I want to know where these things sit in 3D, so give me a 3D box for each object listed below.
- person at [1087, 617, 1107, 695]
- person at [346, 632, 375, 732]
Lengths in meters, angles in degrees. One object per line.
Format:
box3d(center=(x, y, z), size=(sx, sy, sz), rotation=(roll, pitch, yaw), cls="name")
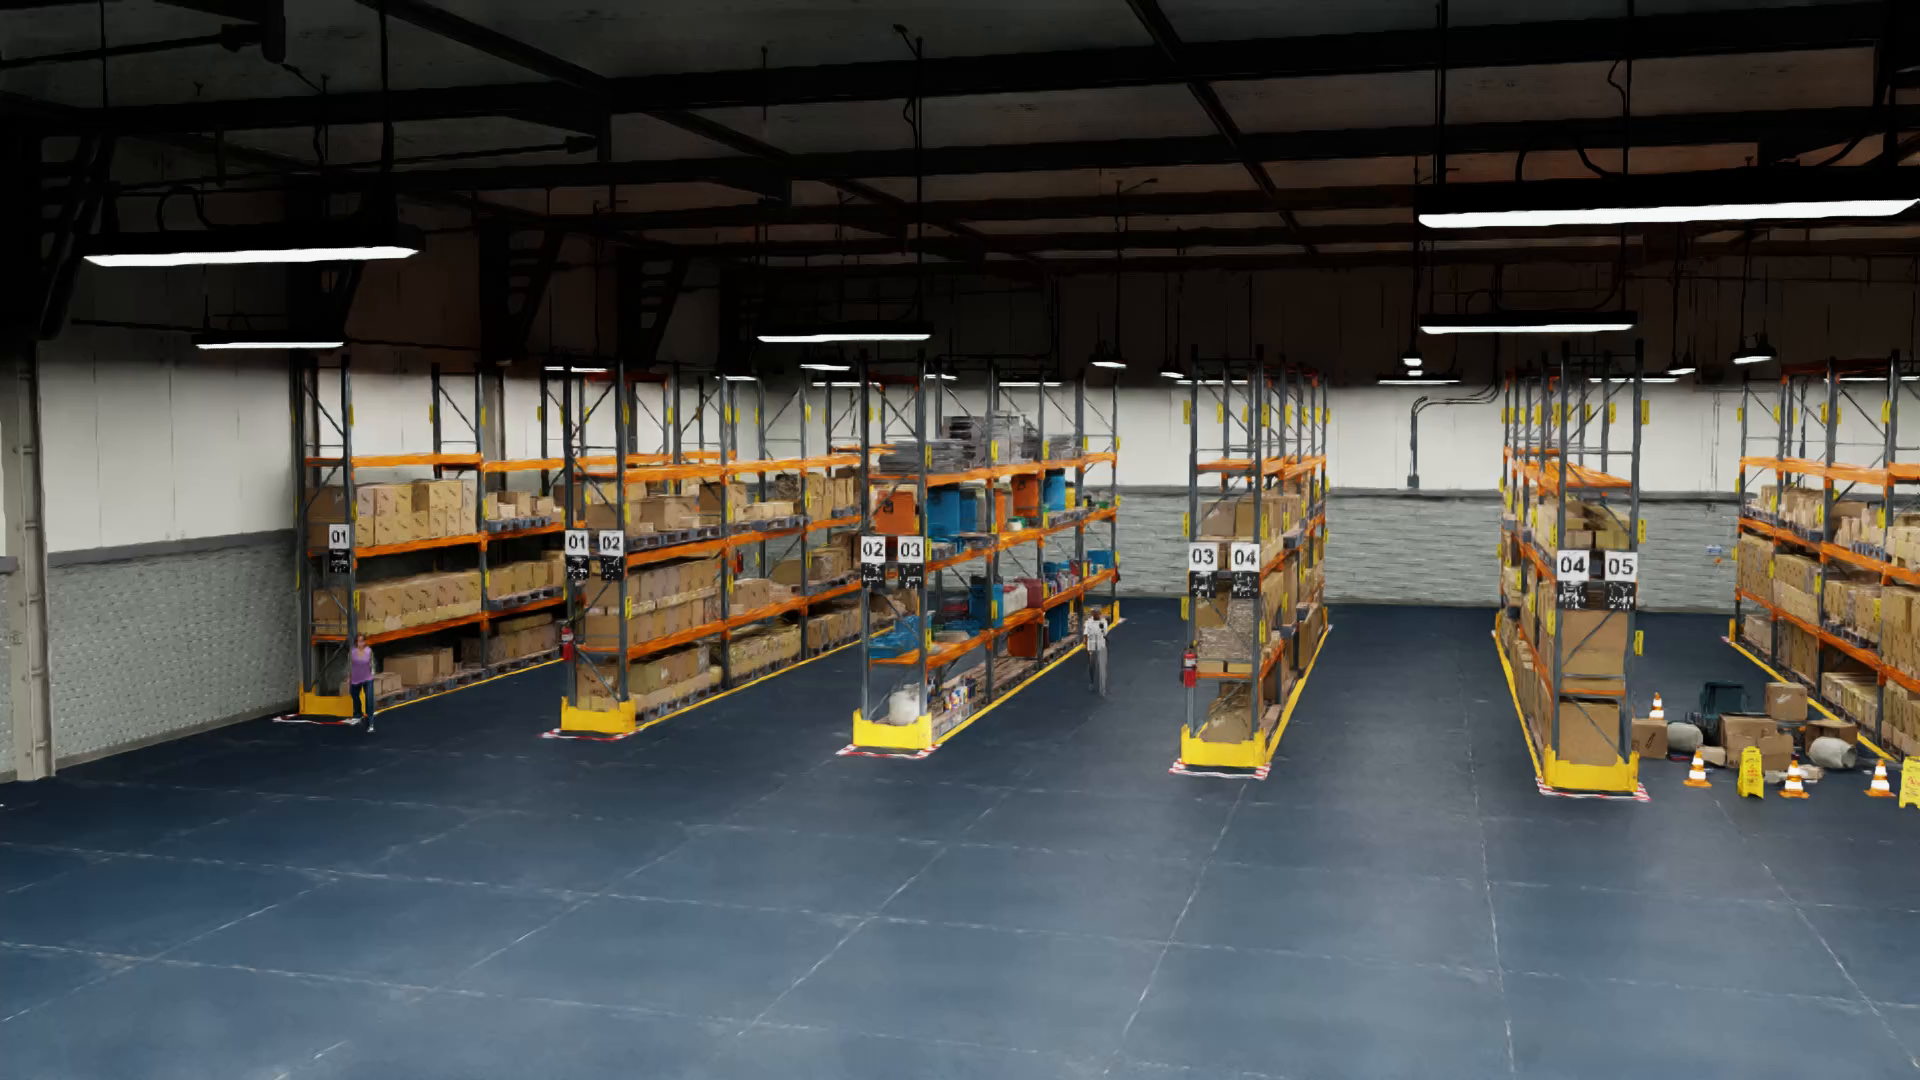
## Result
box3d(center=(2.450, 2.066, 29.853), size=(0.396, 1.368, 0.997), rotation=(1, 4, 7), cls="person")
box3d(center=(-9.530, 2.250, 26.410), size=(0.484, 1.530, 0.855), rotation=(-1, 4, -13), cls="person")
